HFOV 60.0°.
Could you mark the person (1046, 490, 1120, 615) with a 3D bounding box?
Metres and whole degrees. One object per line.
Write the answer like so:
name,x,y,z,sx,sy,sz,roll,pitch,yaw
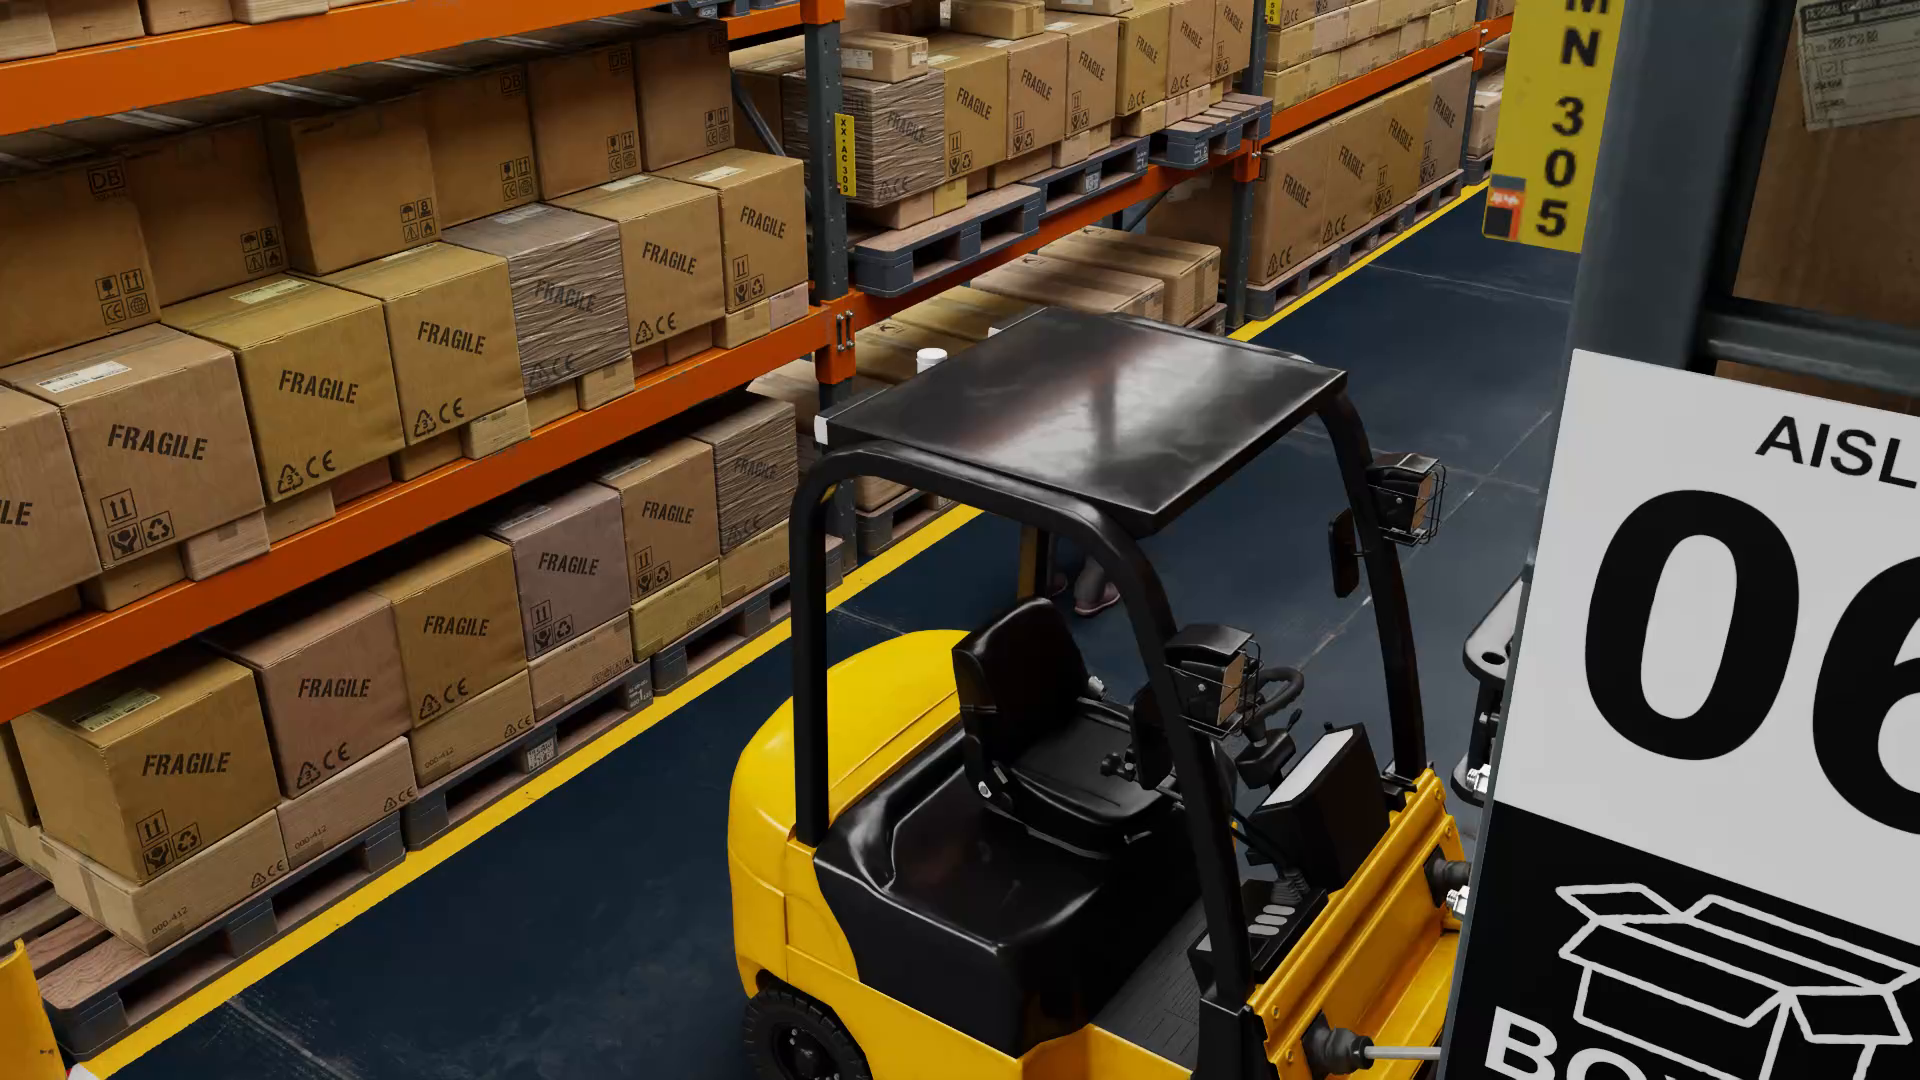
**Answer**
person,0.581,-0.287,7.274,0.439,1.125,0.846,16,31,28
